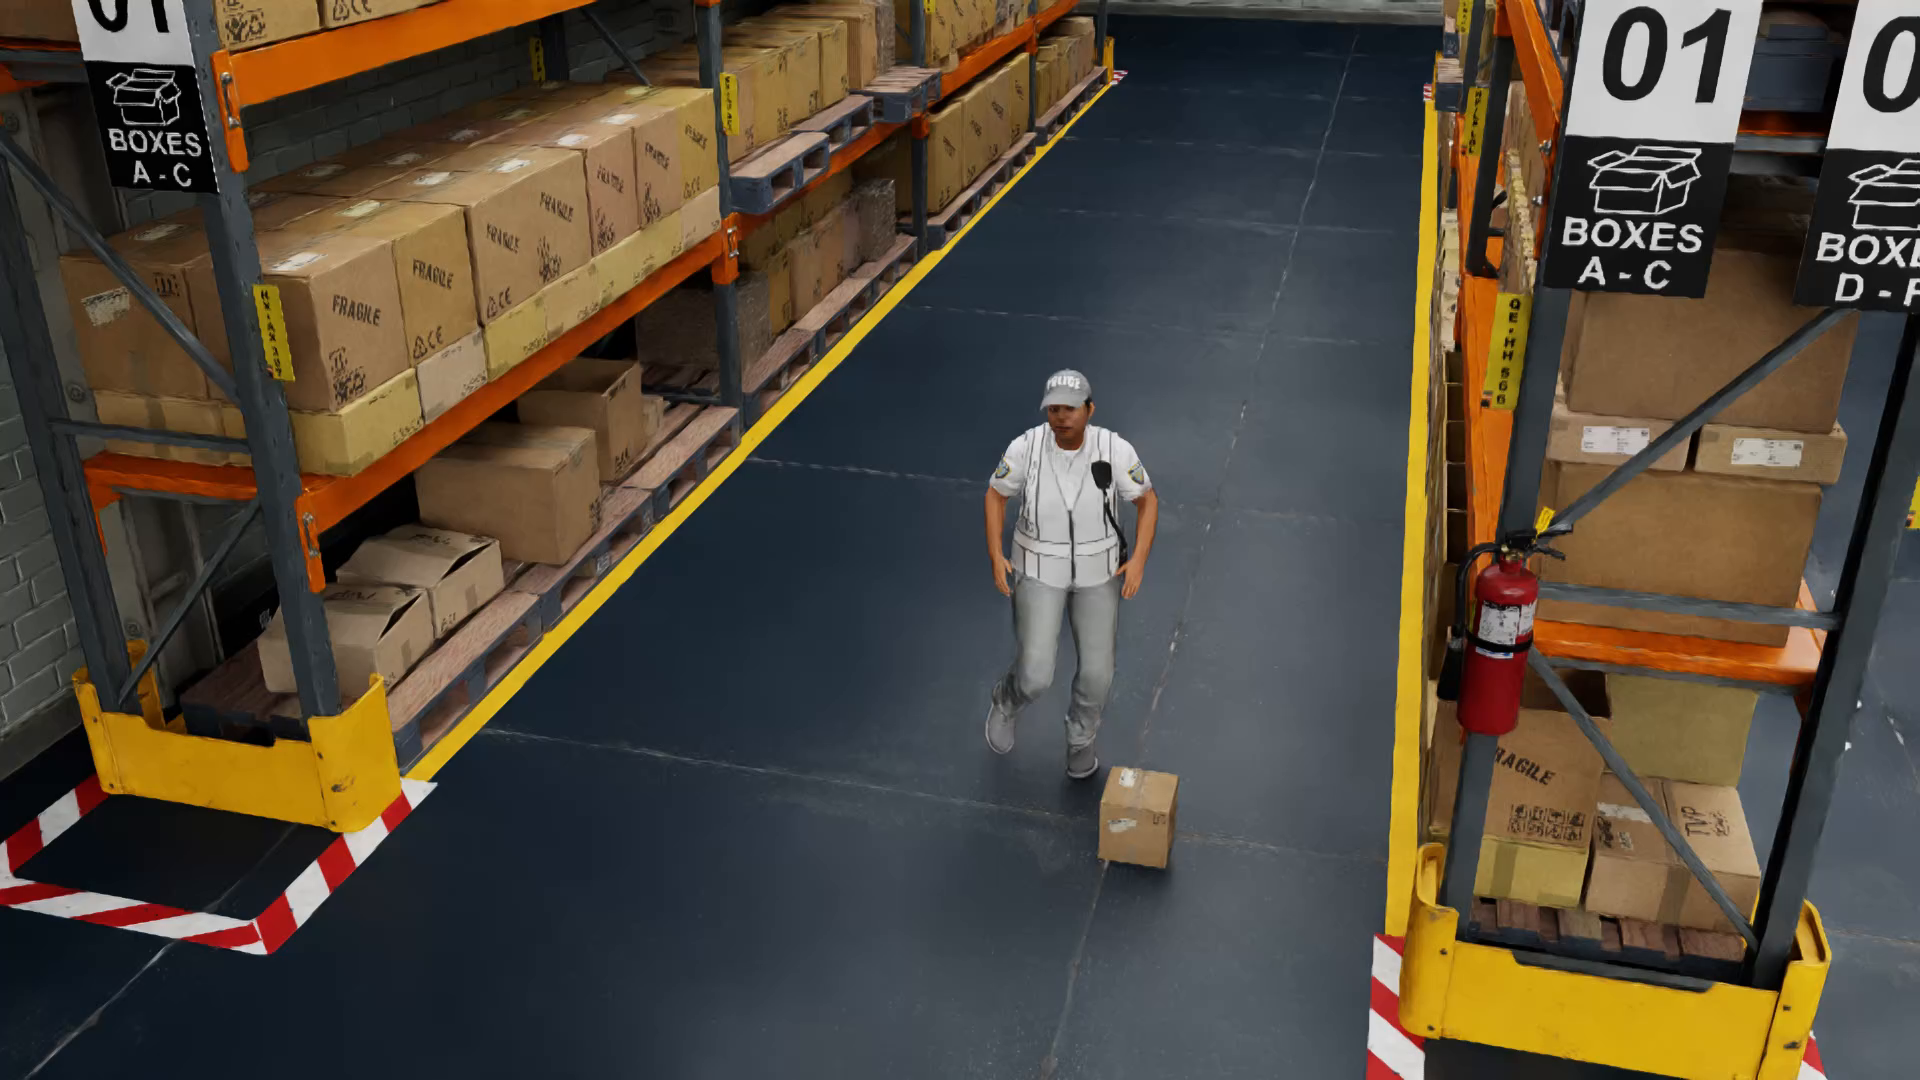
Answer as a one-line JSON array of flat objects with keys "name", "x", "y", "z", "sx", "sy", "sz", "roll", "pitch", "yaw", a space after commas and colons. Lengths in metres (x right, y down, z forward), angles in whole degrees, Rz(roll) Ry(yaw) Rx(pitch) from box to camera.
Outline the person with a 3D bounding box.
[{"name": "person", "x": 0.432, "y": 0.149, "z": 6.338, "sx": 0.652, "sy": 1.639, "sz": 0.491, "roll": -3, "pitch": 26, "yaw": -5}]
